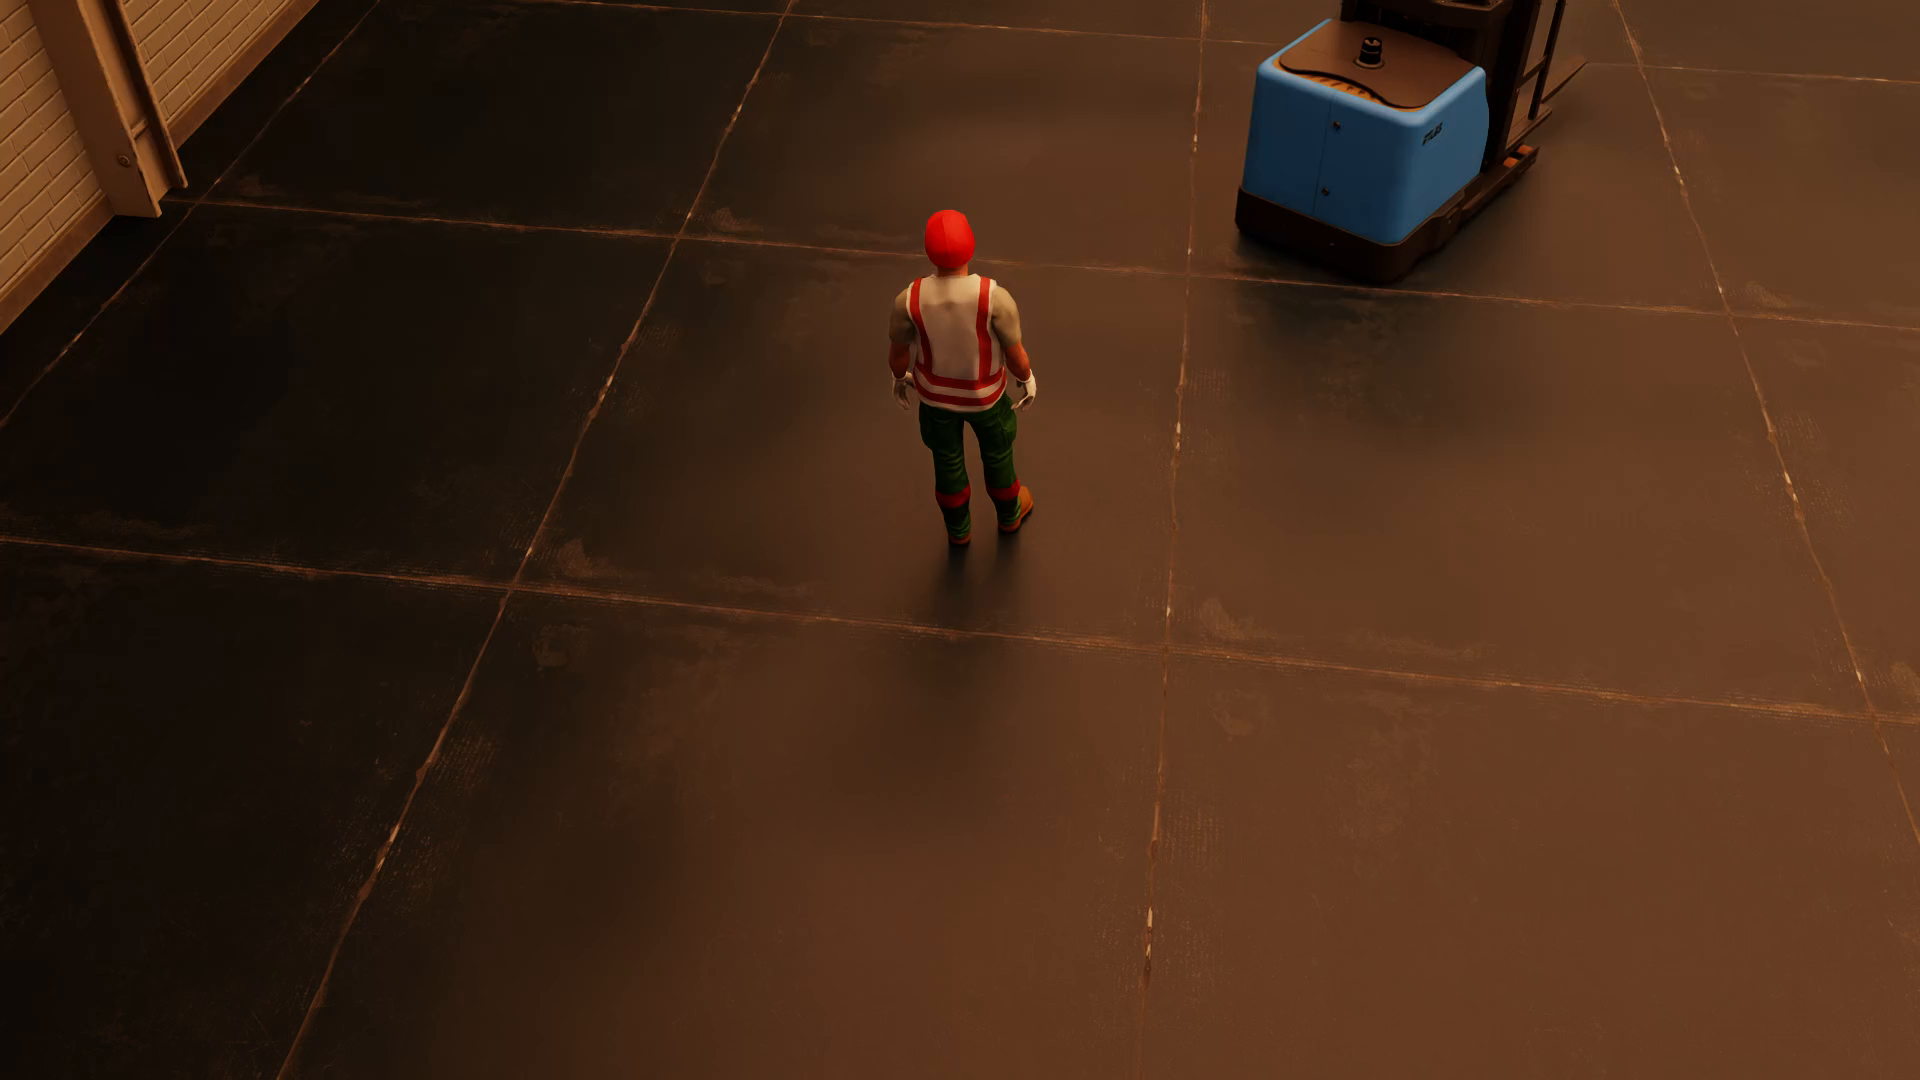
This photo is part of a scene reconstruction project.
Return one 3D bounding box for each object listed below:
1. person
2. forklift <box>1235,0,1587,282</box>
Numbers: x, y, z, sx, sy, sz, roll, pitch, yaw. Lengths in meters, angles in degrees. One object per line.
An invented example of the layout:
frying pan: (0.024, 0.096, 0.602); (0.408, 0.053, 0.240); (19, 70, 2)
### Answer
person: (0.023, -0.717, 7.338); (0.637, 1.787, 0.564); (5, 43, 6)
forklift: (2.948, -3.467, 9.498); (1.130, 2.935, 3.031); (29, 50, 28)
